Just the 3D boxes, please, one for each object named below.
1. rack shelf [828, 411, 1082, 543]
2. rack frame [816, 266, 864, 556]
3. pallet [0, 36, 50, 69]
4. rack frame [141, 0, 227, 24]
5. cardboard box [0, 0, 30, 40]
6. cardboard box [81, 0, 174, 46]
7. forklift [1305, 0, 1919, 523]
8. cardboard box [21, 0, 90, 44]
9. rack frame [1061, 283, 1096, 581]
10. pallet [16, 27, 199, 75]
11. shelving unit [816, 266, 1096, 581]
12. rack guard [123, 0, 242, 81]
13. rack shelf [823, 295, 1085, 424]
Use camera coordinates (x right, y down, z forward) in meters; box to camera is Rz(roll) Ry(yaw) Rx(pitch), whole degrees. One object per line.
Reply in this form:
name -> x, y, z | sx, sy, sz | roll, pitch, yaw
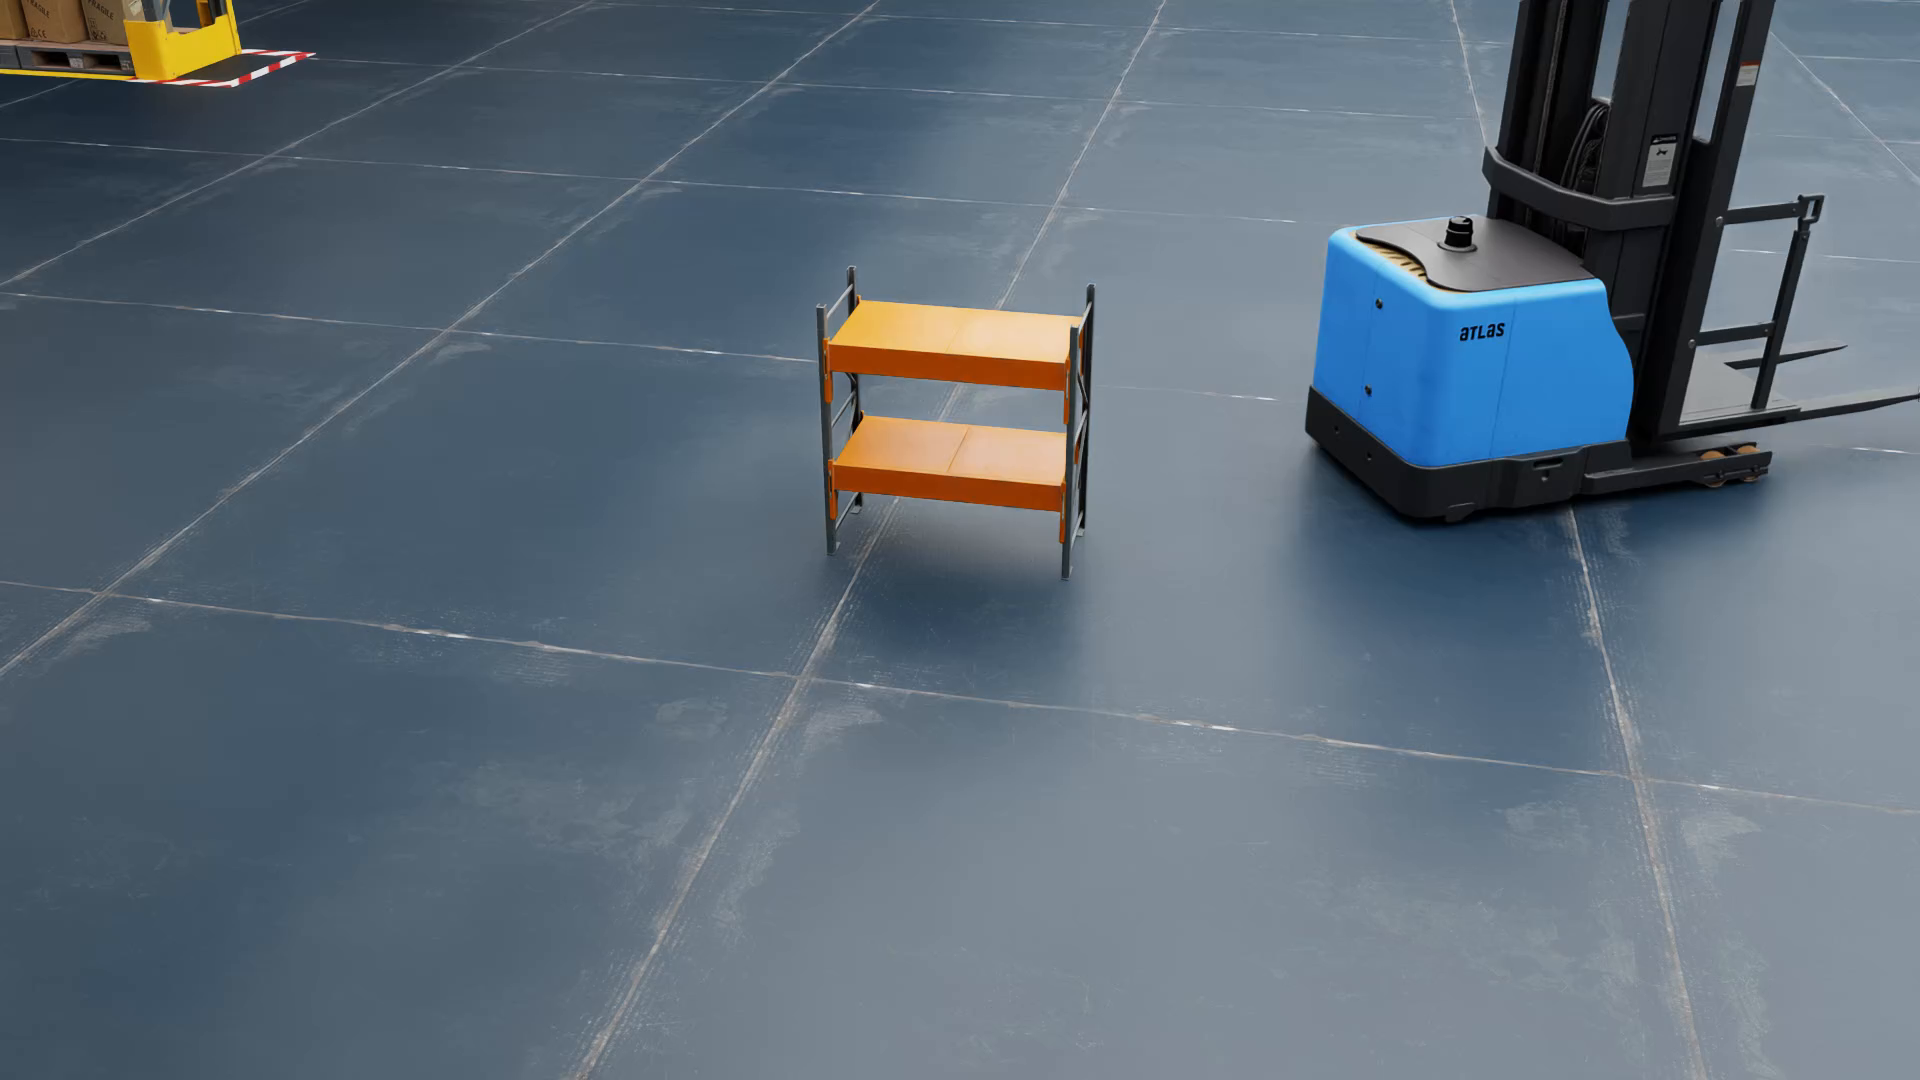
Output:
rack shelf -> -0.007, -0.280, 7.099 | 1.000, 0.278, 0.538 | 6, 29, 11
rack frame -> -0.504, -0.545, 7.074 | 0.032, 1.125, 0.500 | 6, 29, 11
pallet -> -8.988, -4.643, 15.512 | 1.213, 0.211, 1.003 | 6, 29, 11
rack frame -> -6.937, -5.637, 14.424 | 0.127, 3.000, 1.000 | 6, 29, 11
cardboard box -> -8.744, -4.911, 15.263 | 0.500, 0.500, 0.500 | 9, 30, 15
cardboard box -> -7.544, -4.796, 15.052 | 0.500, 0.500, 0.500 | 11, 31, 20
forklift -> 3.249, -1.761, 7.415 | 3.031, 2.935, 1.130 | -8, 30, -15
cardboard box -> -8.136, -4.839, 15.132 | 0.500, 0.500, 0.500 | 14, 32, 24
rack frame -> 0.491, -0.443, 6.888 | 0.032, 1.125, 0.500 | 6, 29, 11
pallet -> -7.799, -4.520, 15.286 | 1.213, 0.211, 1.003 | 6, 29, 11
shelving unit -> -0.007, -0.494, 6.981 | 1.048, 1.125, 0.538 | 6, 29, 11
rack guard -> -7.011, -4.549, 15.038 | 0.348, 0.500, 1.175 | 6, 29, 11
rack shelf -> -0.007, -0.751, 6.841 | 1.000, 0.278, 0.538 | 6, 29, 11
